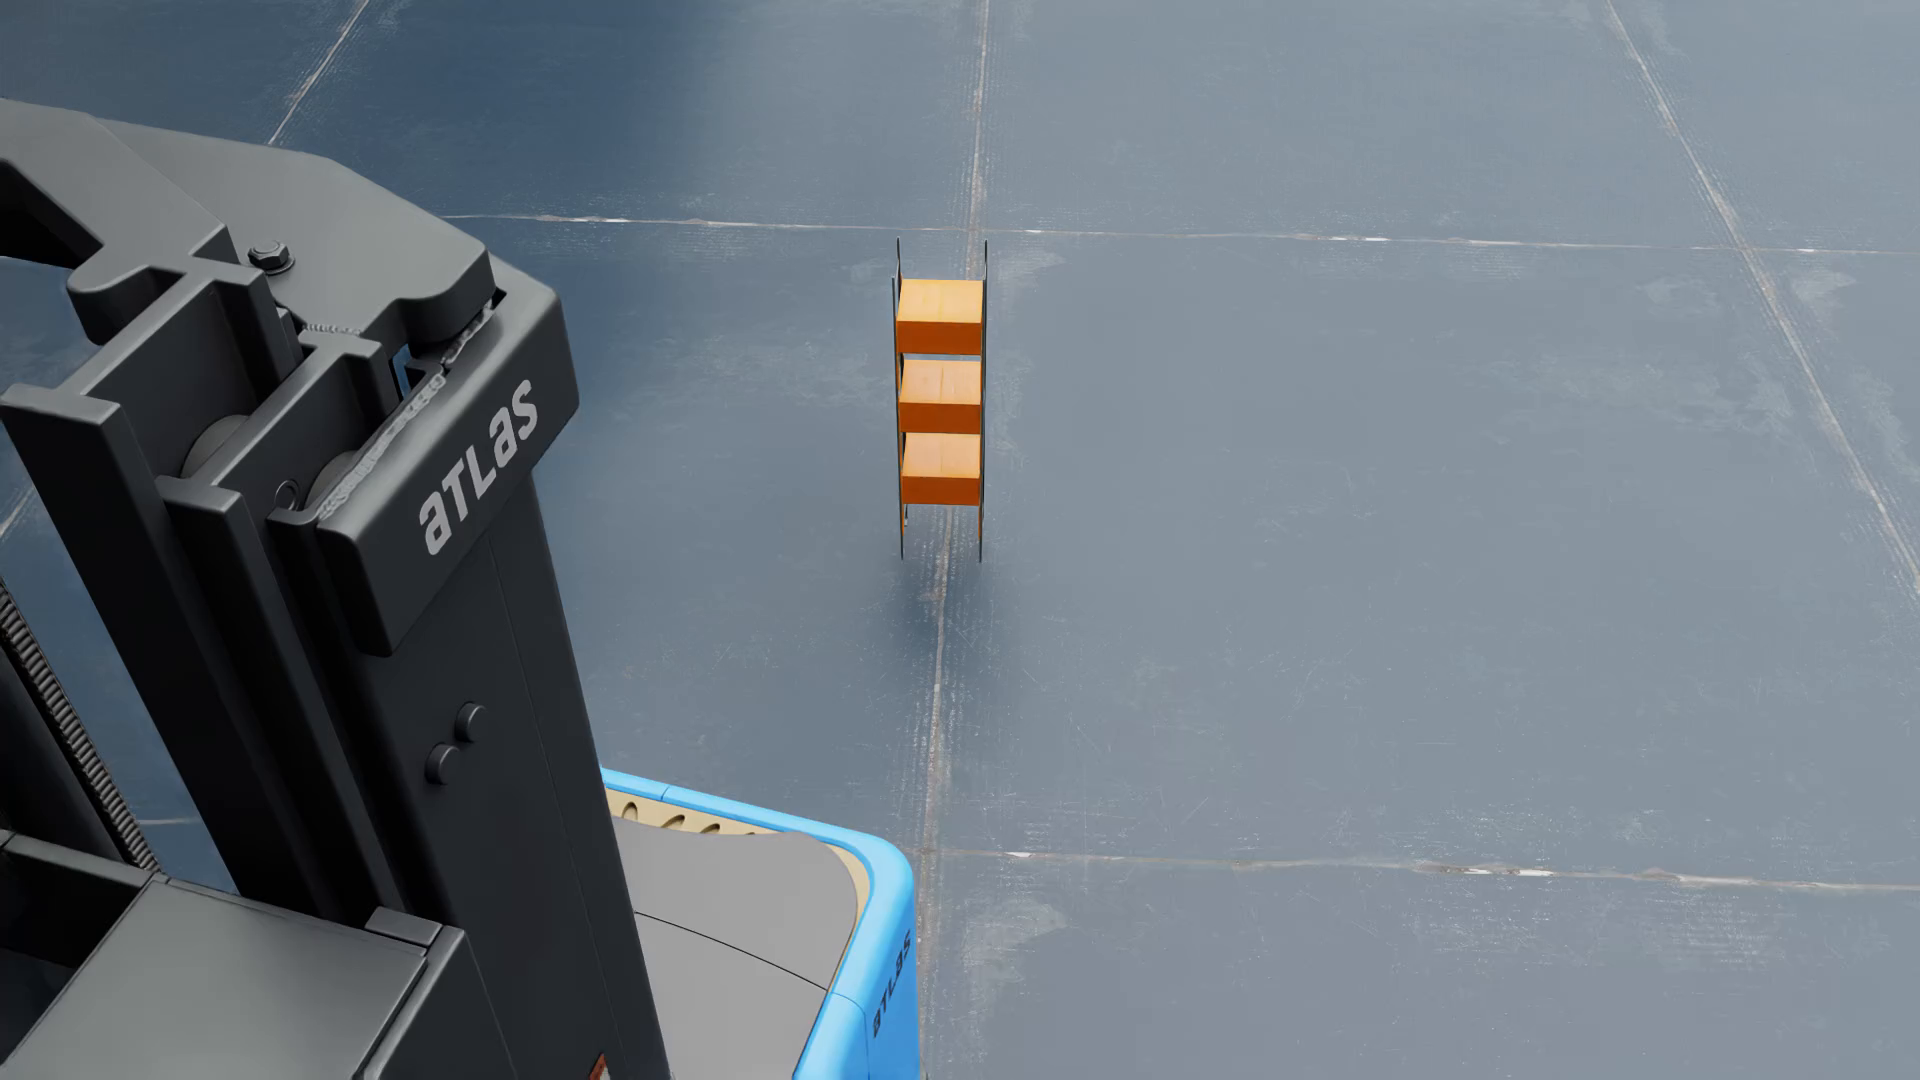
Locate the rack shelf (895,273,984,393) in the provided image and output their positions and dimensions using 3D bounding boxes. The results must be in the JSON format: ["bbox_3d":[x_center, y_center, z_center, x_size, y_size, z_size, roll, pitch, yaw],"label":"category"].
[{"bbox_3d":[-0.053,-0.586,4.708,0.240,0.259,0.215,2,43,2],"label":"rack shelf"}]

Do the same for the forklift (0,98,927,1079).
[{"bbox_3d":[-0.986,1.144,1.872,1.130,2.935,3.031,12,44,12],"label":"forklift"}]

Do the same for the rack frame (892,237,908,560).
[{"bbox_3d":[-0.175,-0.390,4.898,0.008,1.050,0.200,2,43,2],"label":"rack frame"}]

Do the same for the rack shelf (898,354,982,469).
[{"bbox_3d":[-0.053,-0.378,4.901,0.240,0.259,0.215,2,43,2],"label":"rack shelf"}]

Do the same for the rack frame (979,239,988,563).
[{"bbox_3d":[0.068,-0.382,4.890,0.008,1.050,0.200,2,43,2],"label":"rack frame"}]

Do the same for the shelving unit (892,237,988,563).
[{"bbox_3d":[-0.053,-0.386,4.894,0.252,1.050,0.215,2,43,2],"label":"shelving unit"}]

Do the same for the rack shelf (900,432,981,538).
[{"bbox_3d":[-0.053,-0.175,5.091,0.240,0.259,0.215,2,43,2],"label":"rack shelf"}]
